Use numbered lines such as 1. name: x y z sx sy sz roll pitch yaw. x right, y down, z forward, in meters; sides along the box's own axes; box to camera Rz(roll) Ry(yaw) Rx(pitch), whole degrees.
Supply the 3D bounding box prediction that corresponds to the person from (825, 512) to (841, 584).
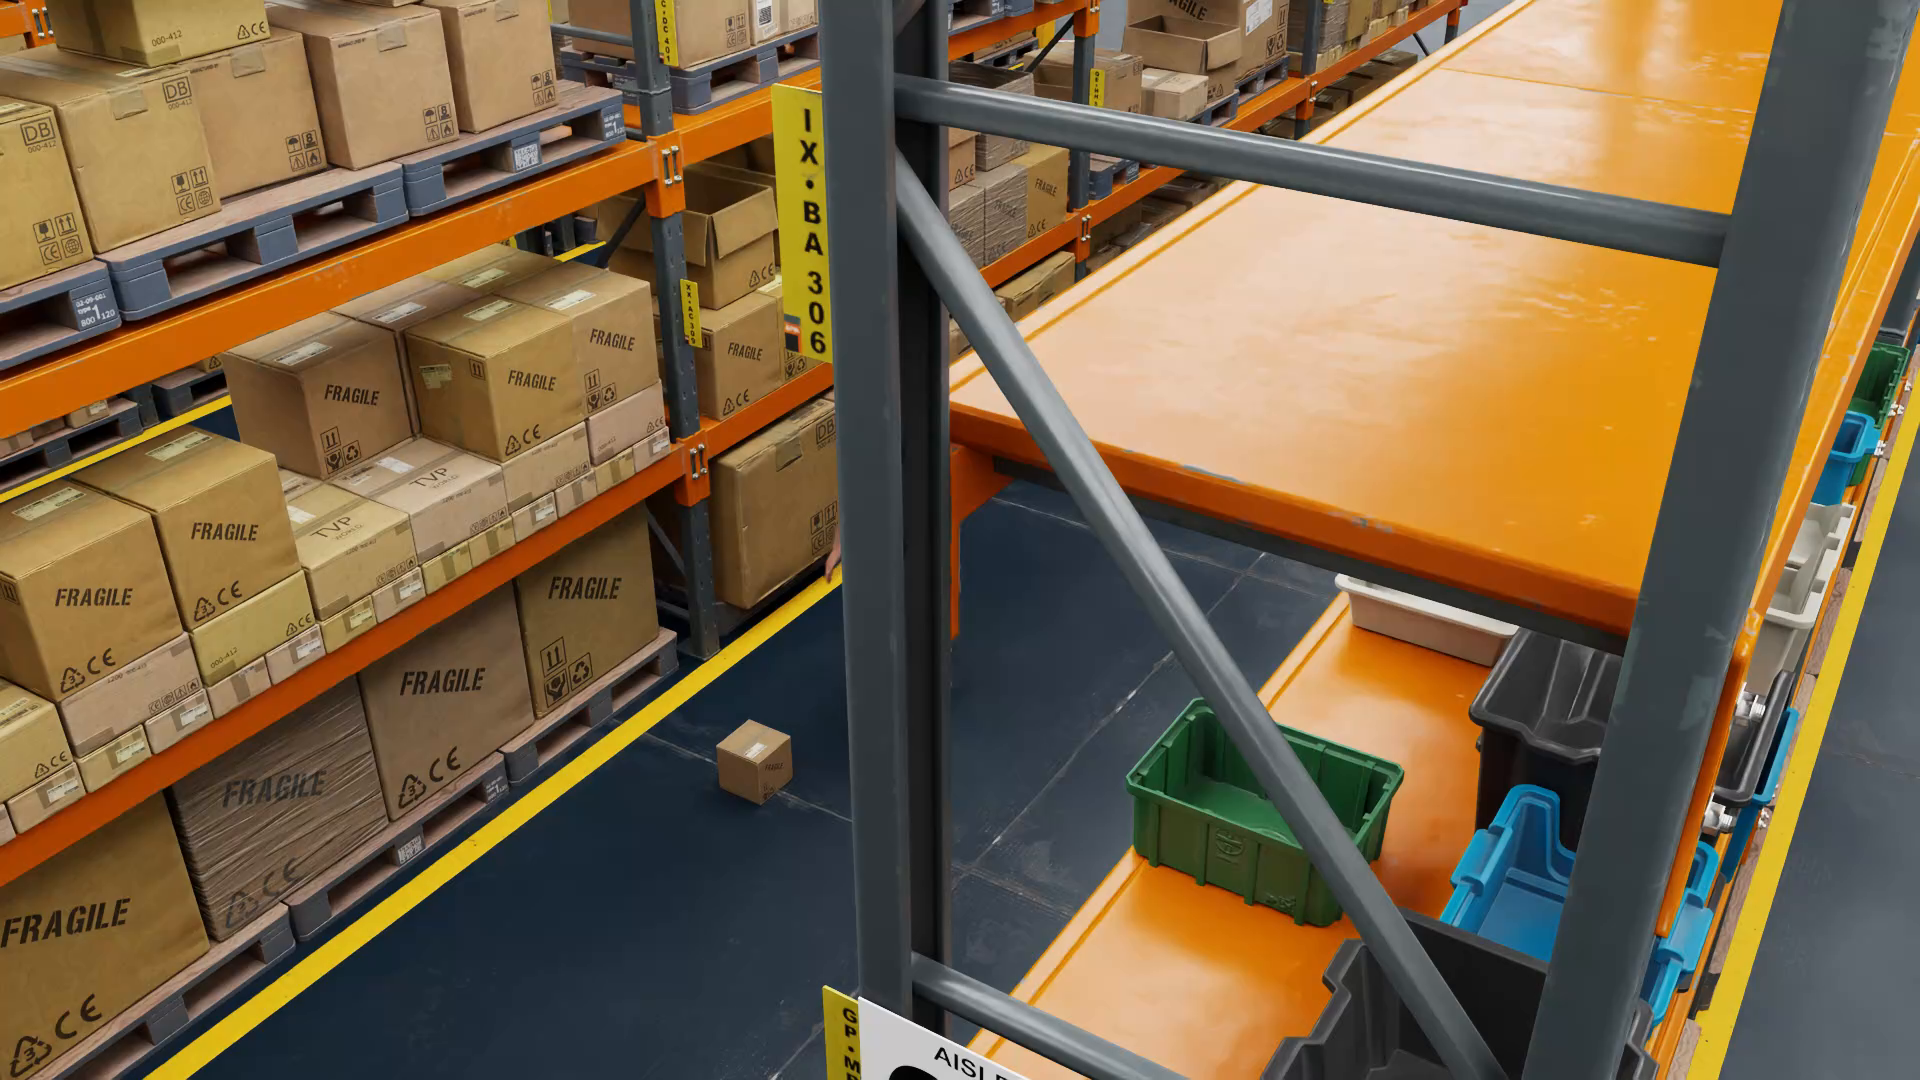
1. person: -0.359 0.112 8.019 0.913 1.688 0.687 -24 38 -35
